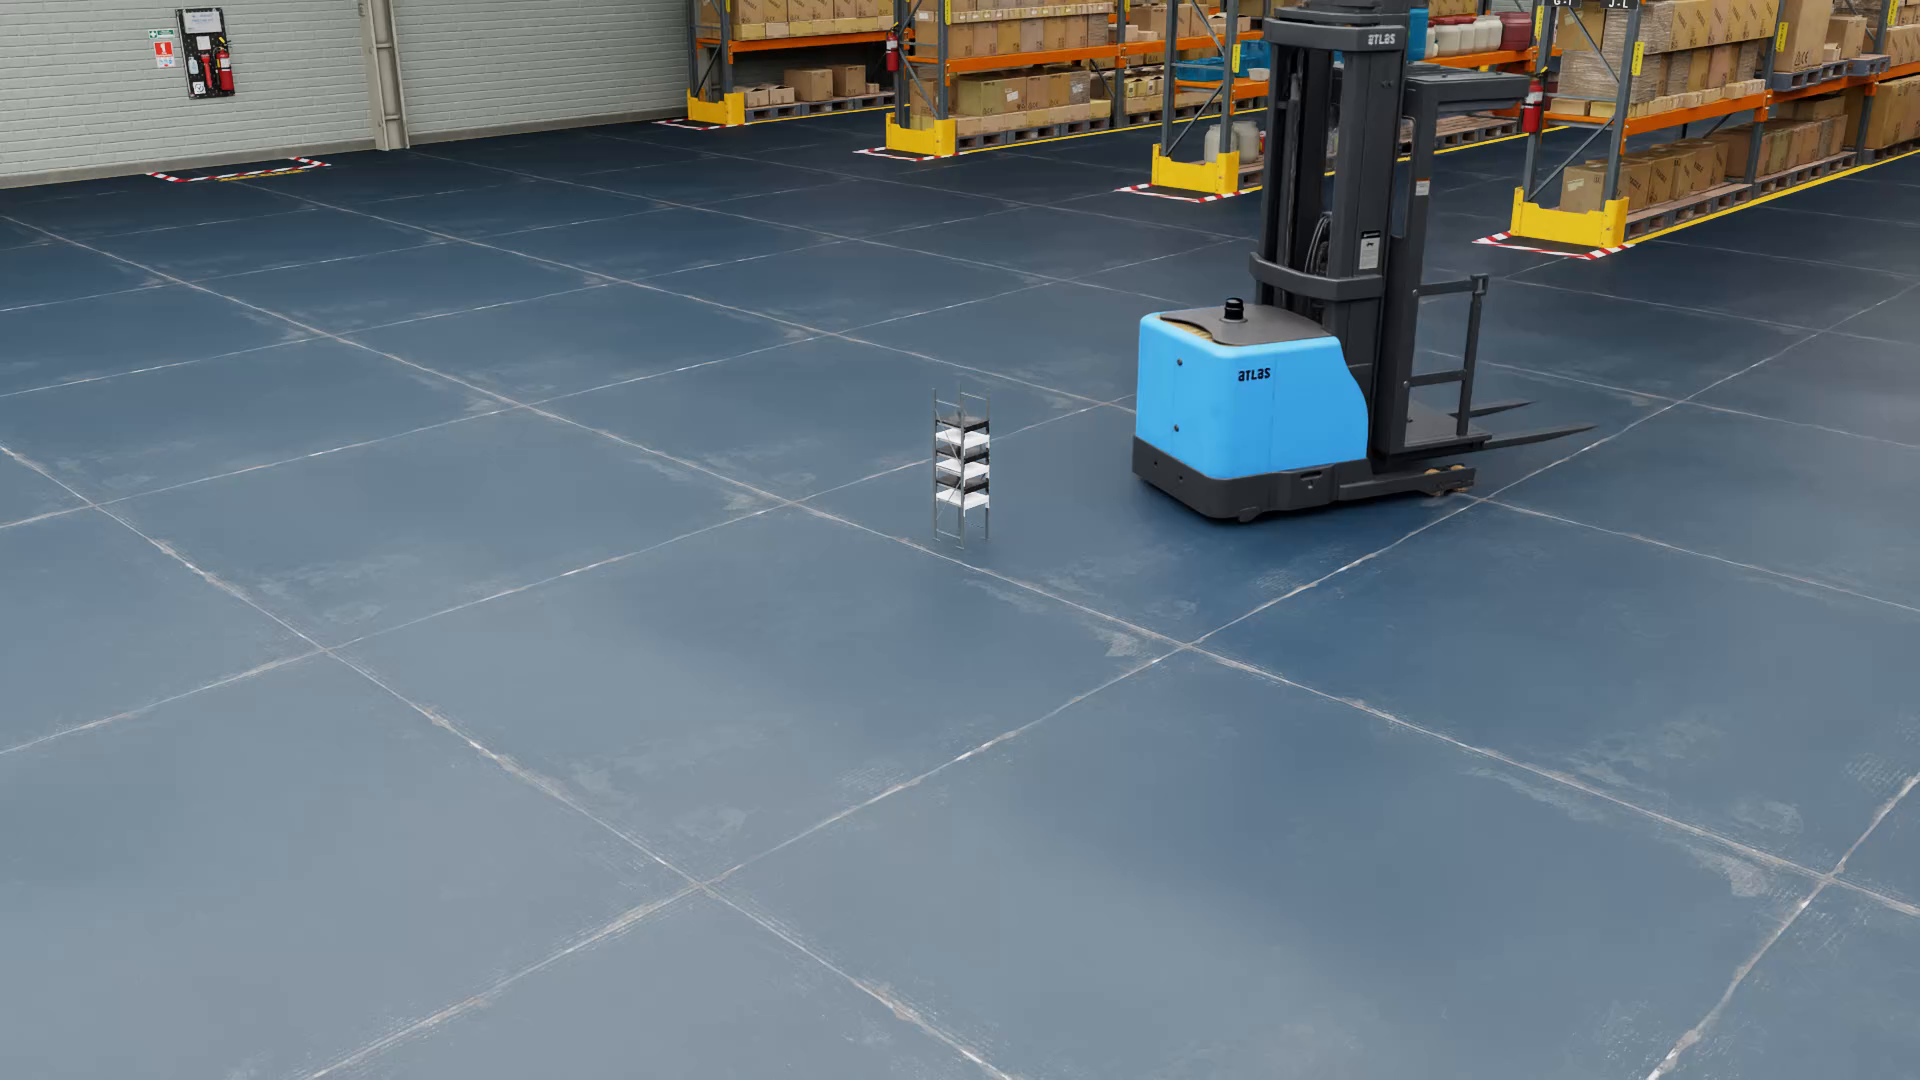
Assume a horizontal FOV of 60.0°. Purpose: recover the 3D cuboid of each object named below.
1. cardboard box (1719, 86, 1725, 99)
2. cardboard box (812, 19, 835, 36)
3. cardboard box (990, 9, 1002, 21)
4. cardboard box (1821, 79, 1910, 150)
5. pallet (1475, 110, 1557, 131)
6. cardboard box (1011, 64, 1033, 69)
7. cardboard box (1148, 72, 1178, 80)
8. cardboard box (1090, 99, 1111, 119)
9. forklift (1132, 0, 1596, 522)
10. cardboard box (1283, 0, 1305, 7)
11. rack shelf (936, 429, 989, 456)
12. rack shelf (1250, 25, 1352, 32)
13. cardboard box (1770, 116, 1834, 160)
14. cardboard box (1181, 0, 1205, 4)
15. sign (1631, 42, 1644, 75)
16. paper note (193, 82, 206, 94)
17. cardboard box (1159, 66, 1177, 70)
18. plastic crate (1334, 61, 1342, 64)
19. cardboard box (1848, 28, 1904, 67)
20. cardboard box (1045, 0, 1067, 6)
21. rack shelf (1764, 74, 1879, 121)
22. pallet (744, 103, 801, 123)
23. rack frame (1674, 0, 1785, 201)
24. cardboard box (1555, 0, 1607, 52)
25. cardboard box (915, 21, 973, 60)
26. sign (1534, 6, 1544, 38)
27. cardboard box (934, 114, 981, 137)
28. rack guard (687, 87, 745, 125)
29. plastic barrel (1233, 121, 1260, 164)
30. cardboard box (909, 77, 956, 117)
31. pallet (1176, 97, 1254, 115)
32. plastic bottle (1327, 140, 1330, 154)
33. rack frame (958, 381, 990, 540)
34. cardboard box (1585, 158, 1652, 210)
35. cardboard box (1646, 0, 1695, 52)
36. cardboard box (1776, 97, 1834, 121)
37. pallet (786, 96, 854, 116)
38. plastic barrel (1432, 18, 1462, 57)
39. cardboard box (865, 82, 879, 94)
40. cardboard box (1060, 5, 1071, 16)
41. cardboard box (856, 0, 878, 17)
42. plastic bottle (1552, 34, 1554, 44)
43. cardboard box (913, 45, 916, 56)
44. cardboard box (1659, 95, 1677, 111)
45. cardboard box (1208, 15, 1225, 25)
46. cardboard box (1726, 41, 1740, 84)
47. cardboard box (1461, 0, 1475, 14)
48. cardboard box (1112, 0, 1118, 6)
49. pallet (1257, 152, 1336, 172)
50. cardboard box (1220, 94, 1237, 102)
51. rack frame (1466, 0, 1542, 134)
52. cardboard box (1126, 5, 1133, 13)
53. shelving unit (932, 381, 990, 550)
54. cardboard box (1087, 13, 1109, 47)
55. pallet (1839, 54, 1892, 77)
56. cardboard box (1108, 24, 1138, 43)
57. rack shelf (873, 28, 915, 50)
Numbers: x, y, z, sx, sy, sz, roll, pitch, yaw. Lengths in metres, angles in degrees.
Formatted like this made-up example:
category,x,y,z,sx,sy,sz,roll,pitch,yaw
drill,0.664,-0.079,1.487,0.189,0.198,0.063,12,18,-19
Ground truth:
category,x,y,z,sx,sy,sz,roll,pitch,yaw
cardboard box,8.618,-5.198,19.267,0.380,0.149,0.250,19,28,41
cardboard box,-2.484,-8.751,28.342,0.500,0.250,0.500,20,28,41
cardboard box,0.397,-7.724,24.445,0.380,0.149,0.250,19,28,40
cardboard box,12.606,-6.083,23.597,1.225,0.875,0.875,18,27,38
pallet,9.081,-6.858,27.123,1.003,0.211,1.213,19,28,41
cardboard box,0.998,-9.266,32.373,0.500,0.500,0.700,-20,29,-41
cardboard box,3.404,-7.638,27.731,0.500,0.311,0.500,18,27,39
cardboard box,2.057,-6.898,26.586,0.500,0.250,0.500,19,28,41
forklift,2.651,-1.802,10.177,3.031,2.935,1.130,-9,23,-22
cardboard box,6.148,-9.807,30.184,0.500,0.500,0.700,-14,25,-32
rack shelf,0.006,-0.559,9.366,0.258,0.077,0.200,19,28,41
rack shelf,6.410,-9.365,30.762,1.077,0.370,4.000,19,28,41
cardboard box,11.279,-5.422,22.372,0.700,0.500,0.500,16,26,36
cardboard box,4.643,-11.730,35.492,0.700,0.700,0.980,-20,28,-41
sign,6.918,-4.919,16.984,0.100,0.325,0.005,19,28,41
paper note,-10.359,-6.159,22.644,0.016,0.148,0.142,19,28,41
cardboard box,3.721,-8.033,28.758,0.500,0.311,0.500,18,28,39
plastic crate,4.819,-6.314,22.189,0.530,0.136,0.437,19,28,41
cardboard box,12.644,-6.810,22.973,0.500,0.500,0.500,-19,28,-40
cardboard box,1.218,-8.437,25.396,0.700,0.500,0.500,19,28,41
rack shelf,10.714,-5.857,21.634,1.077,0.370,4.000,19,28,41
pallet,-3.473,-7.287,28.240,1.003,0.211,1.213,19,28,41
rack frame,9.319,-5.679,20.168,1.000,3.000,0.127,19,28,41
cardboard box,6.735,-5.506,17.771,0.500,0.500,0.500,19,28,41
cardboard box,-0.231,-7.294,24.232,0.700,0.500,0.500,19,28,41
sign,6.145,-5.482,17.603,0.100,0.325,0.005,19,28,41
cardboard box,-0.033,-6.125,24.577,0.500,0.250,0.500,19,28,41
rack guard,-4.065,-7.222,27.668,1.175,0.500,0.348,19,28,41
plastic barrel,3.734,-5.242,21.914,0.421,0.512,0.421,0,21,0
cardboard box,-0.405,-6.606,24.781,0.500,0.500,0.500,19,28,41
pallet,4.412,-7.684,29.271,1.003,0.211,1.213,19,28,41
plastic bottle,4.990,-5.369,22.650,0.097,0.201,0.097,0,21,0
rack frame,0.077,-0.448,9.487,0.240,0.900,0.006,19,28,41
cardboard box,7.369,-3.998,18.694,0.500,0.500,0.500,-12,24,-28
cardboard box,7.462,-5.502,17.762,0.500,0.500,0.500,19,28,41
cardboard box,11.301,-5.777,22.249,0.500,0.250,0.500,-16,26,-36
pallet,-2.622,-7.600,29.052,1.003,0.211,1.213,19,28,41
plastic barrel,7.107,-7.361,24.356,0.433,0.535,0.433,0,21,0
cardboard box,-1.679,-8.136,29.896,0.380,0.166,0.250,15,26,34
cardboard box,1.477,-8.124,25.486,0.380,0.149,0.250,19,28,40
cardboard box,-1.780,-9.358,28.878,0.500,0.500,0.500,19,28,40
plastic bottle,9.356,-7.995,26.358,0.061,0.283,0.133,19,28,41
cardboard box,-0.521,-9.094,30.879,0.500,0.250,0.500,19,28,40
cardboard box,7.611,-4.799,18.228,0.380,0.149,0.250,19,28,41
cardboard box,4.252,-8.964,28.840,0.500,0.311,0.500,19,28,40
cardboard box,8.587,-5.644,19.524,0.875,0.500,0.500,19,28,41
cardboard box,10.119,-10.973,33.802,0.500,0.500,0.500,20,28,41
cardboard box,3.062,-11.077,33.631,0.500,0.500,0.500,-19,28,-41
pallet,4.421,-5.139,22.651,1.003,0.211,1.213,19,28,41
cardboard box,4.465,-7.770,28.856,0.500,0.250,0.500,19,28,40
rack frame,8.561,-7.946,26.068,1.000,3.000,0.127,19,28,41
cardboard box,3.302,-10.873,34.004,0.380,0.149,0.250,18,28,39
shelving unit,0.006,-0.422,9.419,0.258,0.900,0.210,19,28,41
cardboard box,1.919,-8.090,26.302,0.700,0.500,0.500,18,28,39
pallet,11.689,-6.407,22.331,1.213,0.211,1.003,19,28,41
cardboard box,2.536,-8.226,27.005,0.500,0.250,0.500,-18,27,-39
rack shelf,0.068,-9.576,31.311,1.077,0.370,4.000,19,28,41
